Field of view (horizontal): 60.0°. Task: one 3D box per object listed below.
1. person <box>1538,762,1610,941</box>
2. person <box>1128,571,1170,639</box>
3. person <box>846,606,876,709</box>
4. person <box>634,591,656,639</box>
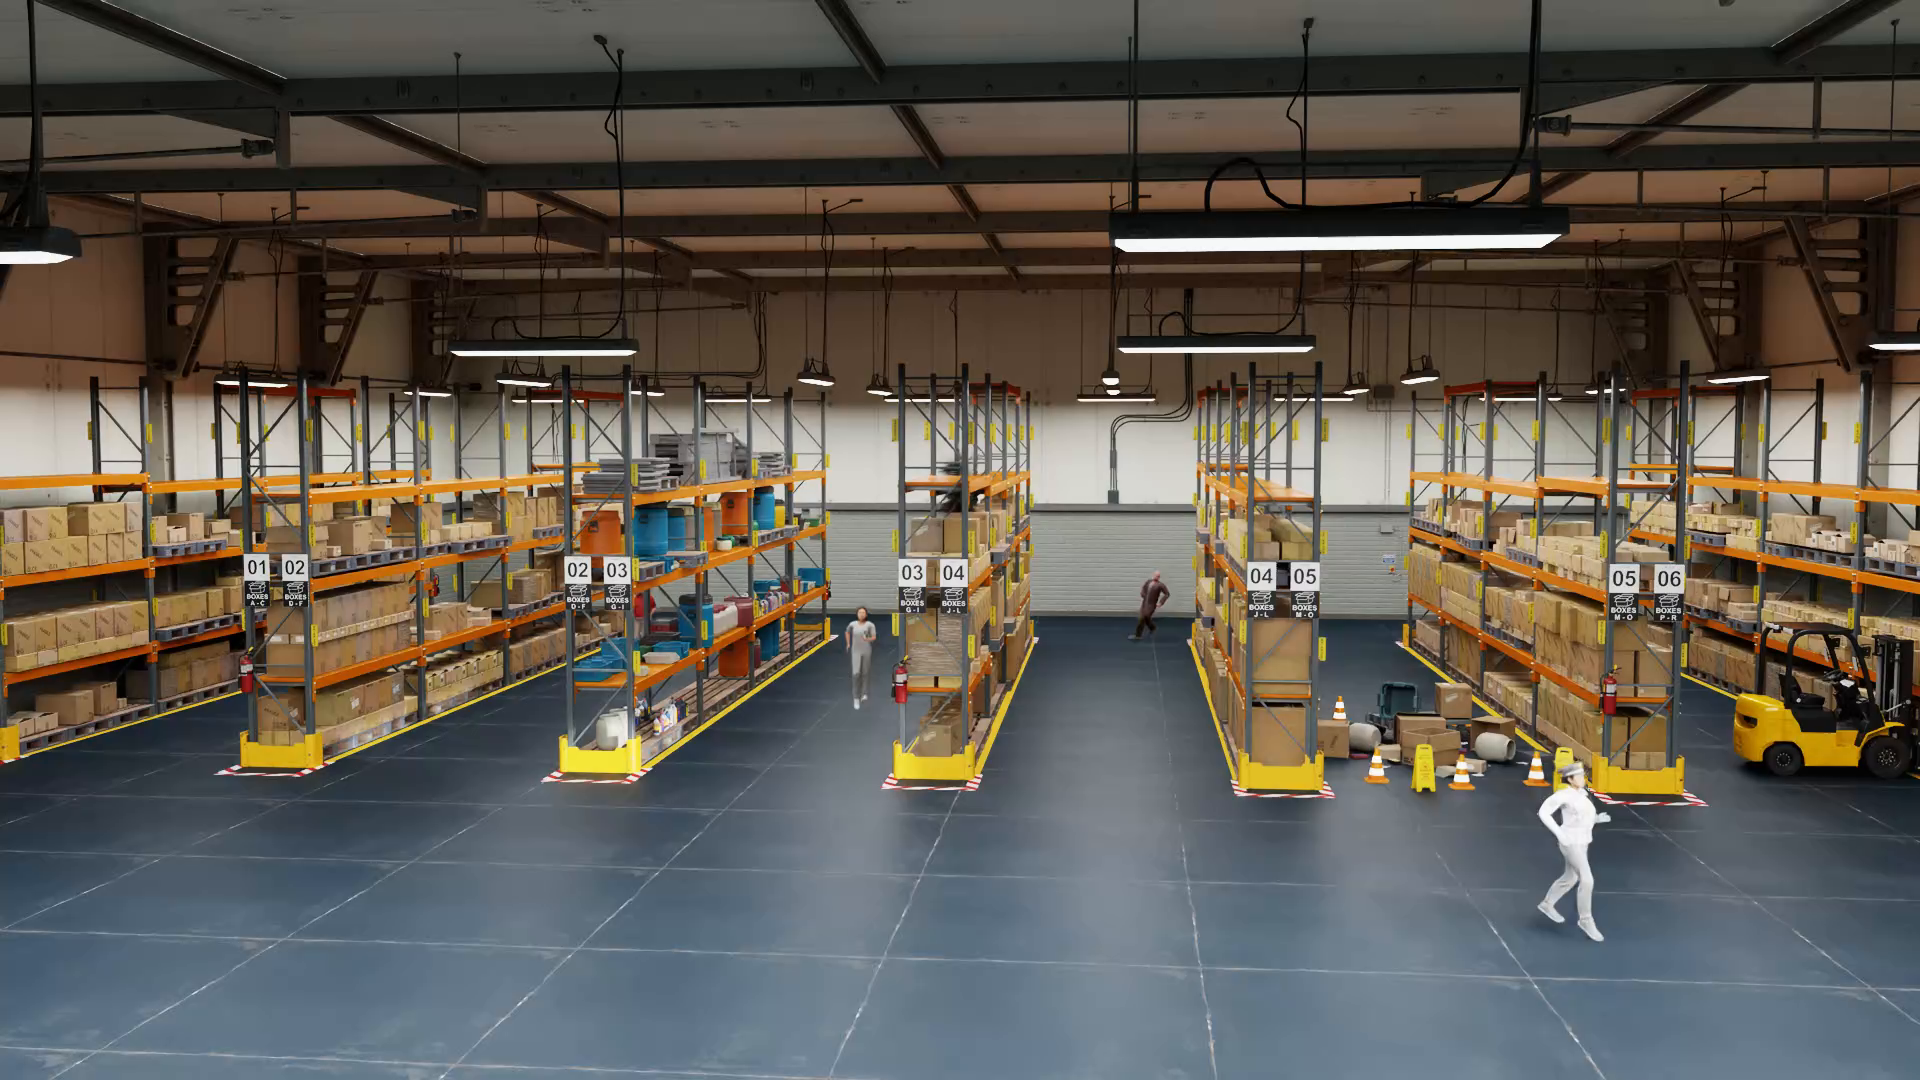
[{"bbox_3d":[6.138,3.078,16.668,0.733,1.745,0.598,4,5,45],"label":"person"},{"bbox_3d":[4.526,1.570,40.308,0.908,1.678,0.884,-1,4,-18],"label":"person"},{"bbox_3d":[-1.722,2.035,28.939,0.531,1.769,0.711,0,4,-4],"label":"person"},{"bbox_3d":[-6.992,1.811,36.475,0.635,1.686,0.598,0,4,-7],"label":"person"}]
